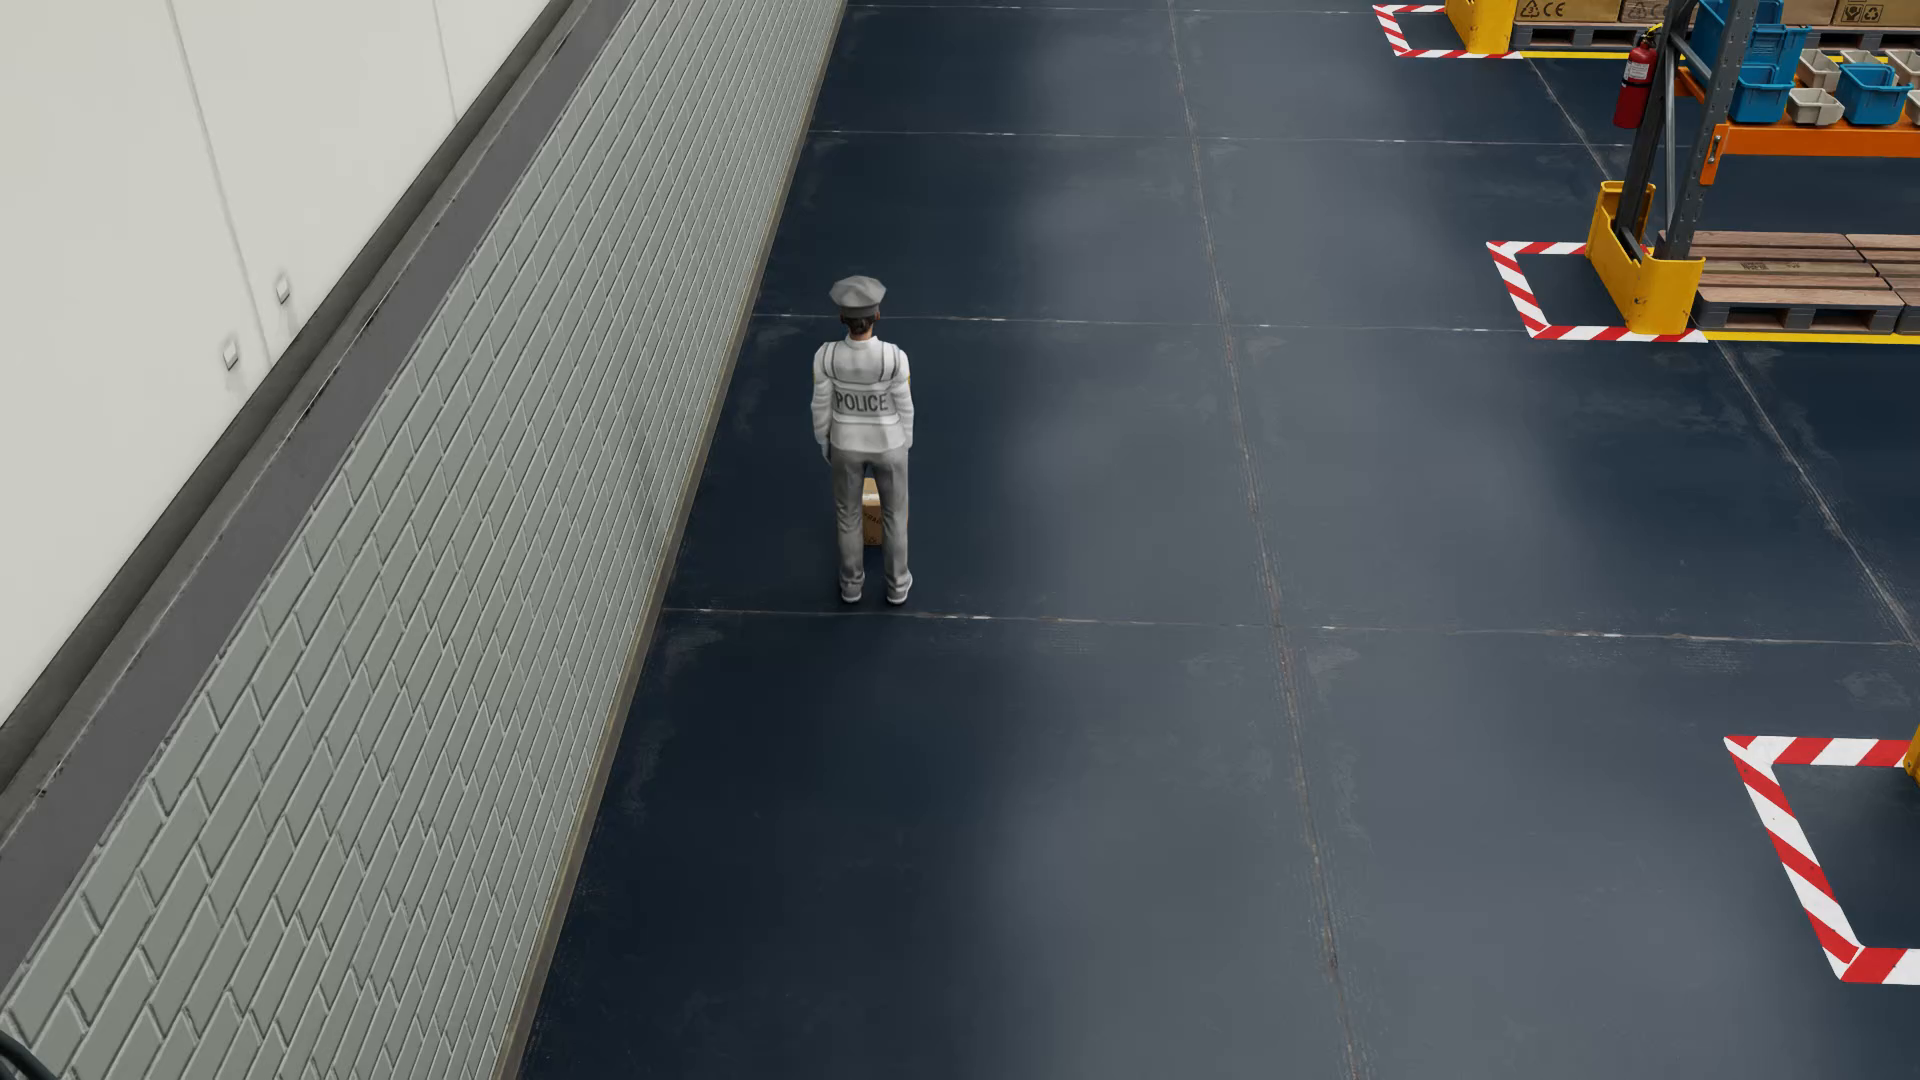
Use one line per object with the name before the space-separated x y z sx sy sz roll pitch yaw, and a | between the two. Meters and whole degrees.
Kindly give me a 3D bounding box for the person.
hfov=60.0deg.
person | -0.443 -0.437 7.723 0.469 1.663 0.328 2 36 3
